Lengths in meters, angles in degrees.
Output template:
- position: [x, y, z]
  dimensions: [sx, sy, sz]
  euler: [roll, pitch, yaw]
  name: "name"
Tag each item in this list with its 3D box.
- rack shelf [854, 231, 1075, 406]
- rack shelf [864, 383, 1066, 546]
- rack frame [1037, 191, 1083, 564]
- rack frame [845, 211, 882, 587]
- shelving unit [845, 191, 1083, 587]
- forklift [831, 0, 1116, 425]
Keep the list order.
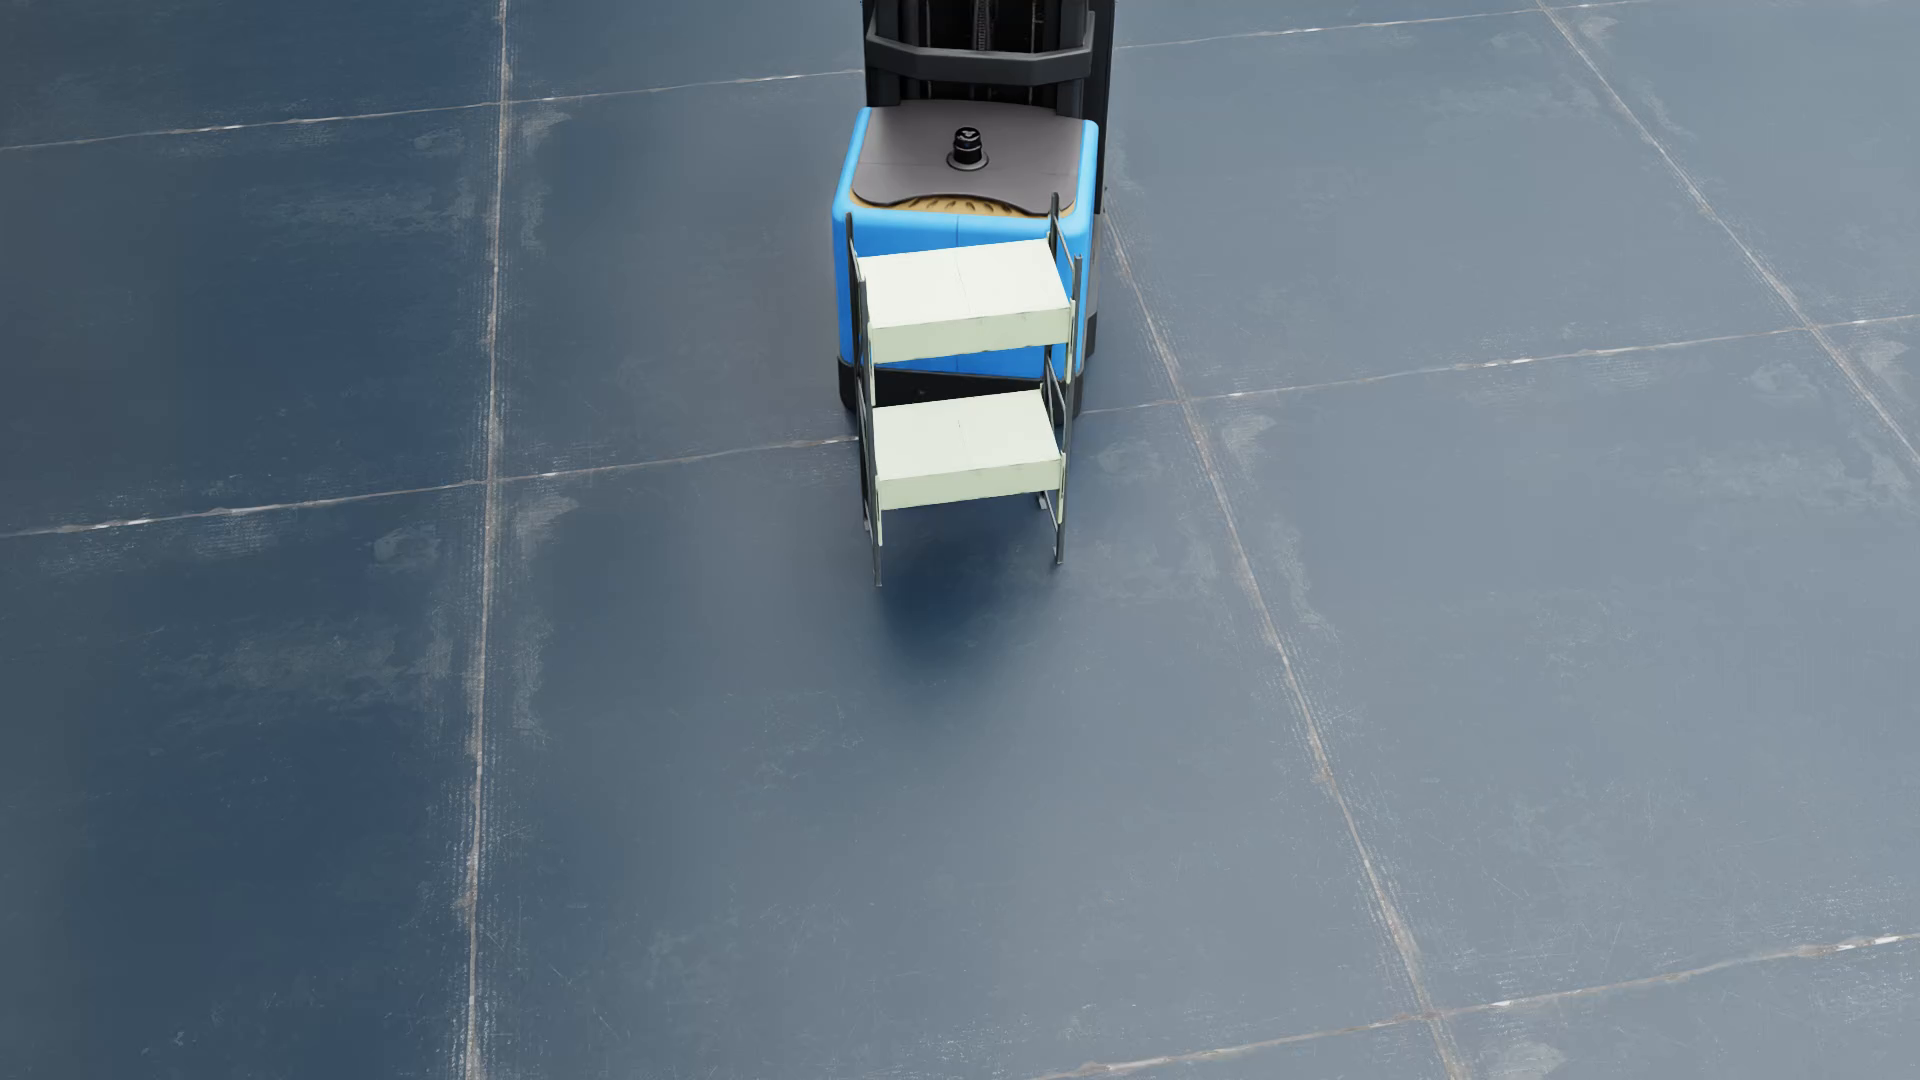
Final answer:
- position: [0.007, -0.792, 5.930]
  dimensions: [0.720, 0.370, 0.431]
  euler: [-7, 46, -7]
  name: "rack shelf"
- position: [0.007, -0.295, 6.445]
  dimensions: [0.720, 0.370, 0.431]
  euler: [-7, 46, -7]
  name: "rack shelf"
- position: [0.367, -0.566, 6.254]
  dimensions: [0.023, 1.500, 0.400]
  euler: [-7, 46, -7]
  name: "rack frame"
- position: [-0.354, -0.476, 6.167]
  dimensions: [0.023, 1.500, 0.400]
  euler: [-7, 46, -7]
  name: "rack frame"
- position: [0.007, -0.521, 6.211]
  dimensions: [0.755, 1.500, 0.431]
  euler: [-7, 46, -7]
  name: "shelving unit"
- position: [0.150, -2.578, 7.198]
  dimensions: [1.130, 2.935, 3.031]
  euler: [4, 46, 4]
  name: "forklift"
